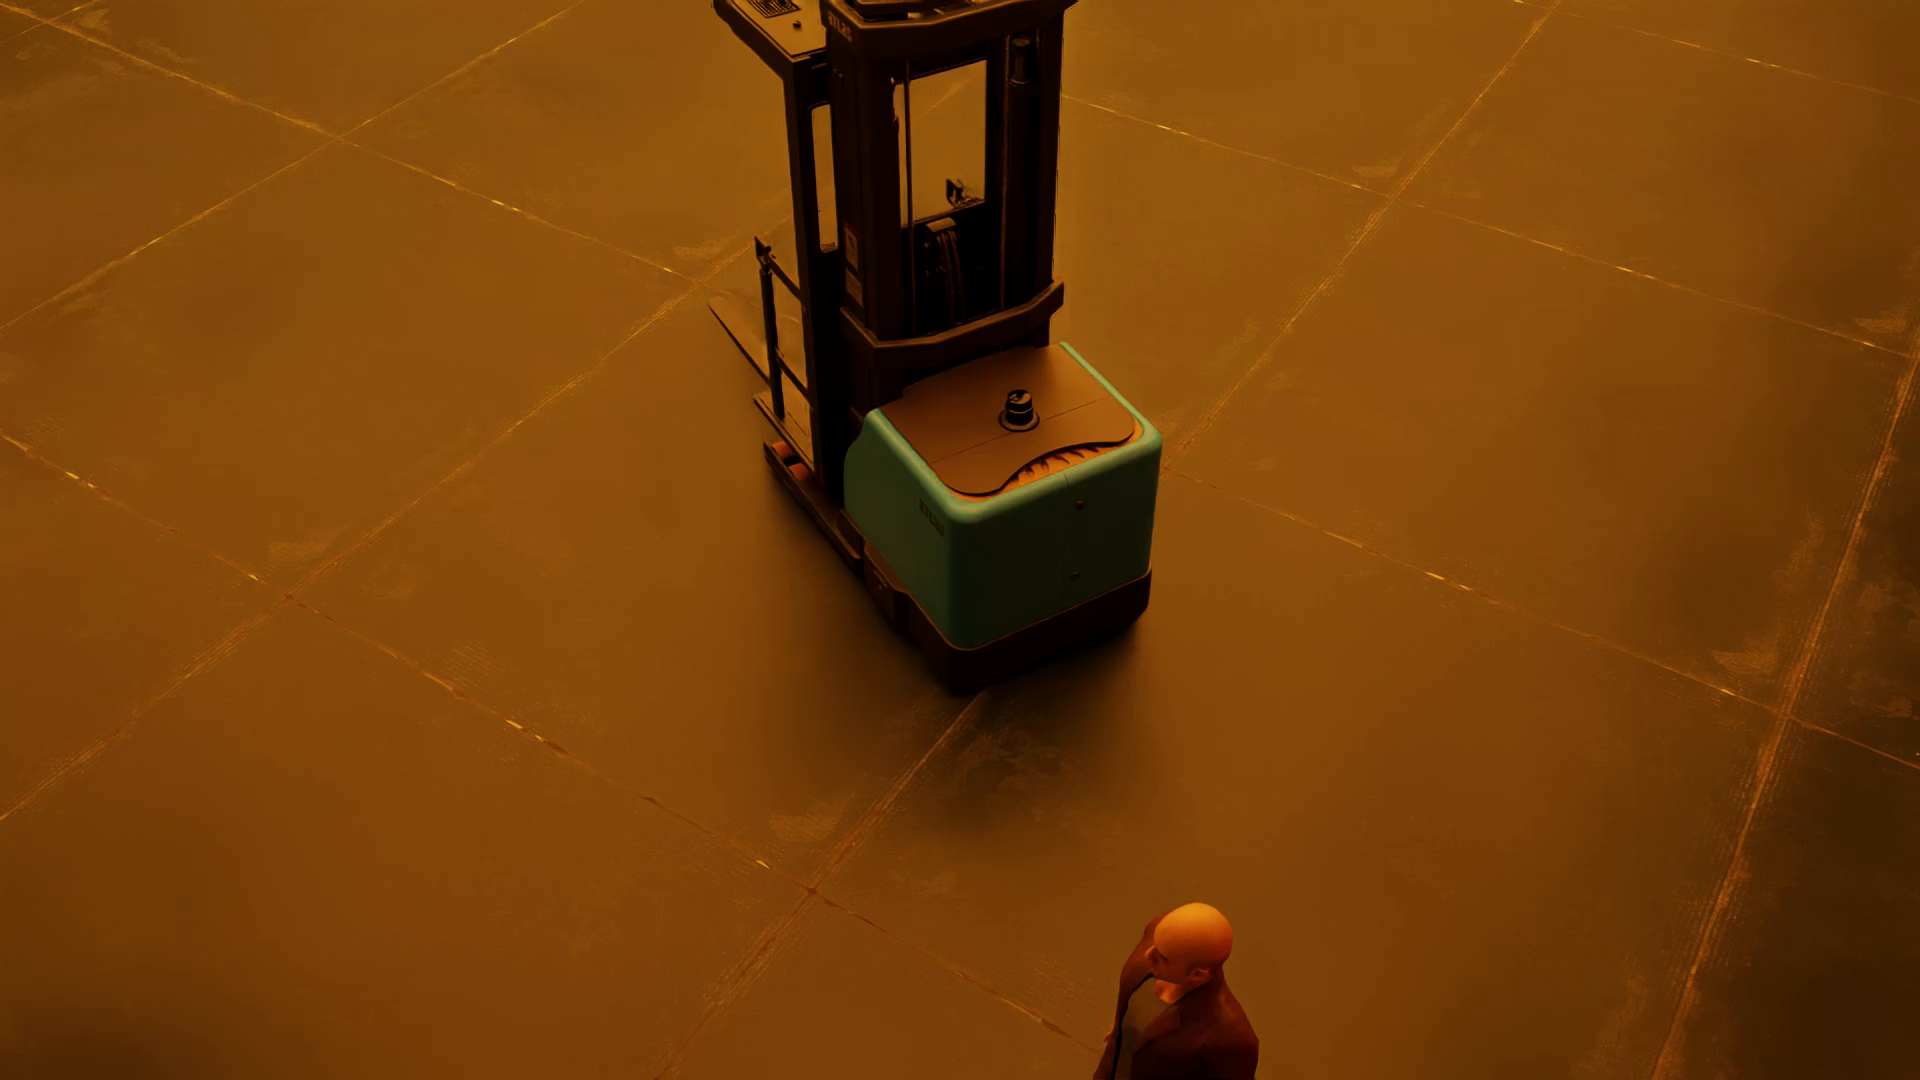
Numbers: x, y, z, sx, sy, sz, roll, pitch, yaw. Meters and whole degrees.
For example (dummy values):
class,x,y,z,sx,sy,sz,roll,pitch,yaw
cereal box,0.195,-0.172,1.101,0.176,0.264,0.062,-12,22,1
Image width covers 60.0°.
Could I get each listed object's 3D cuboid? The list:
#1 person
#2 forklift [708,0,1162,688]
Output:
class,x,y,z,sx,sy,sz,roll,pitch,yaw
person,0.573,1.641,4.952,0.394,1.783,0.593,-14,45,-14
forklift,-0.319,-1.425,7.351,1.130,2.935,3.031,-22,48,-21
